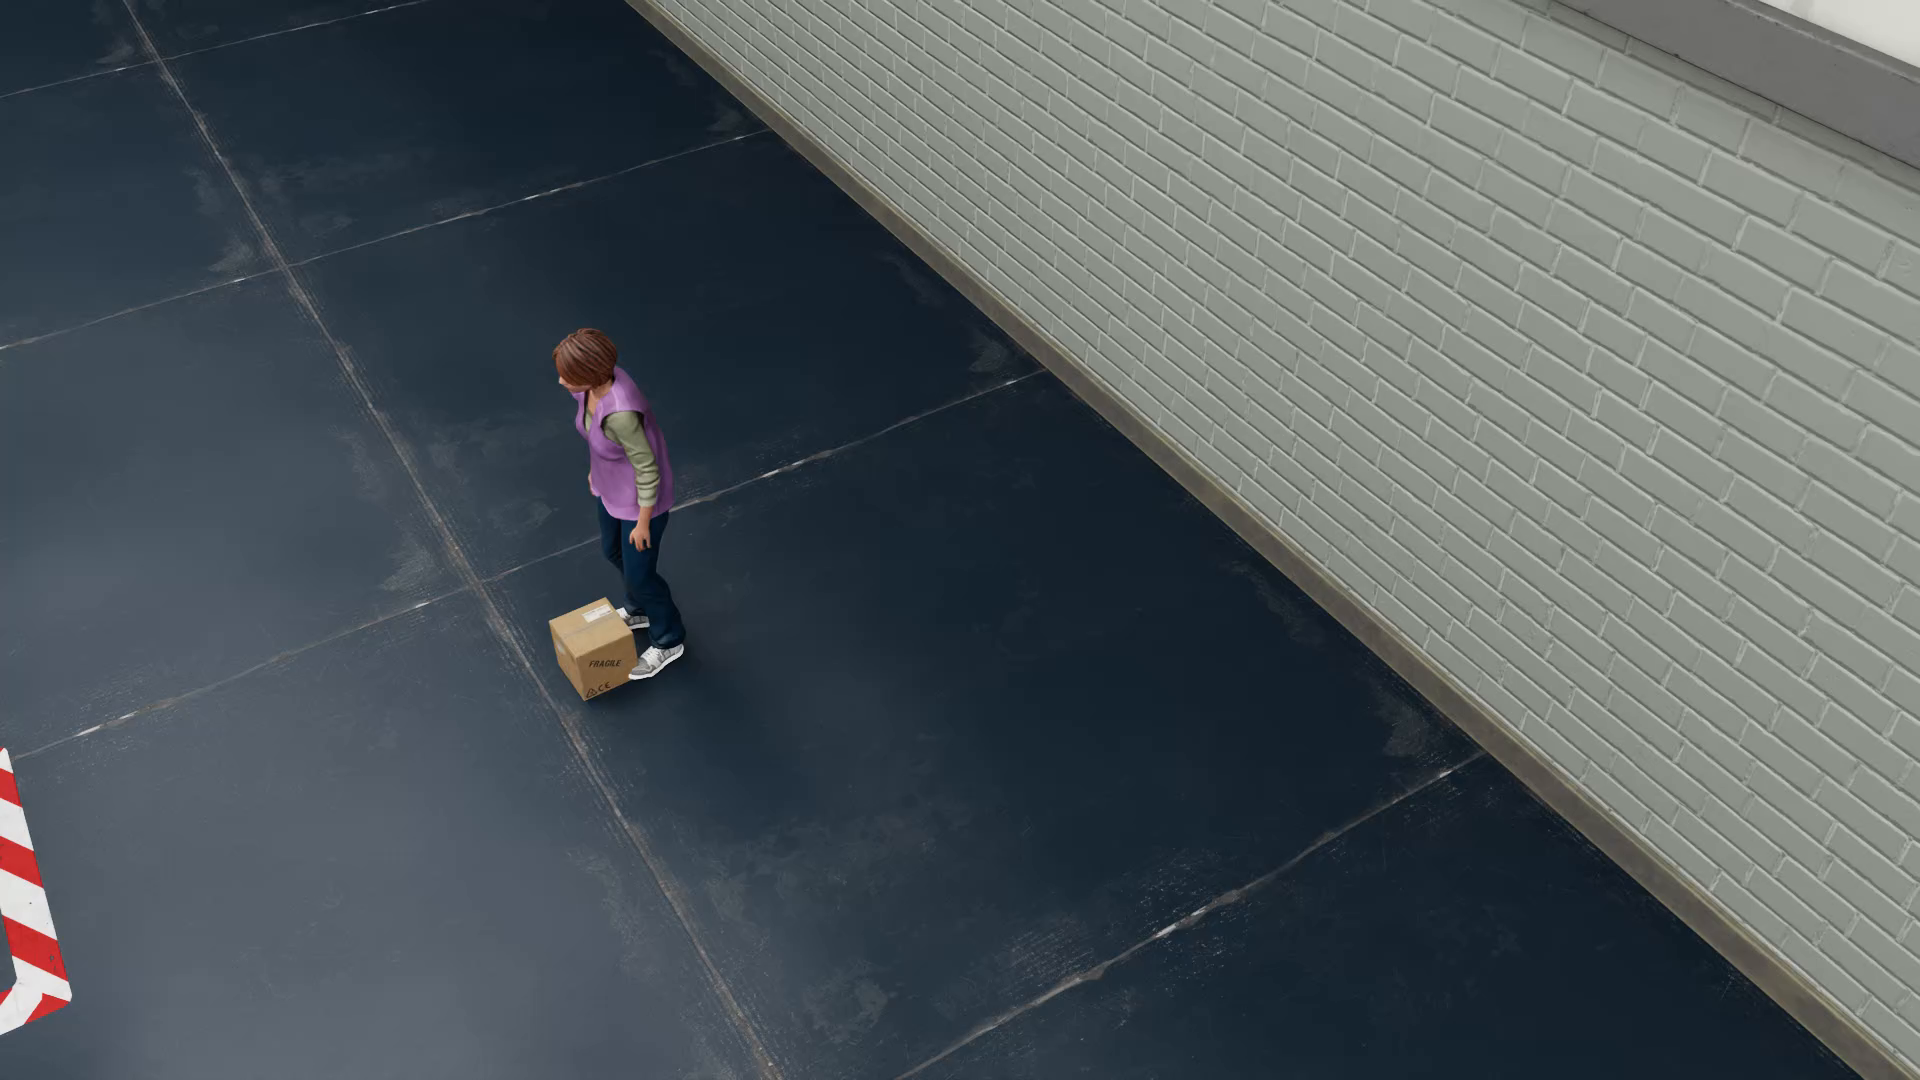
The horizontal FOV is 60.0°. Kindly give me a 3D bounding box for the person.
[{"bbox_3d":[-5.111,-2.960,8.319,3.125,3.194,10.252,-23,46,-24],"label":"person"}]
